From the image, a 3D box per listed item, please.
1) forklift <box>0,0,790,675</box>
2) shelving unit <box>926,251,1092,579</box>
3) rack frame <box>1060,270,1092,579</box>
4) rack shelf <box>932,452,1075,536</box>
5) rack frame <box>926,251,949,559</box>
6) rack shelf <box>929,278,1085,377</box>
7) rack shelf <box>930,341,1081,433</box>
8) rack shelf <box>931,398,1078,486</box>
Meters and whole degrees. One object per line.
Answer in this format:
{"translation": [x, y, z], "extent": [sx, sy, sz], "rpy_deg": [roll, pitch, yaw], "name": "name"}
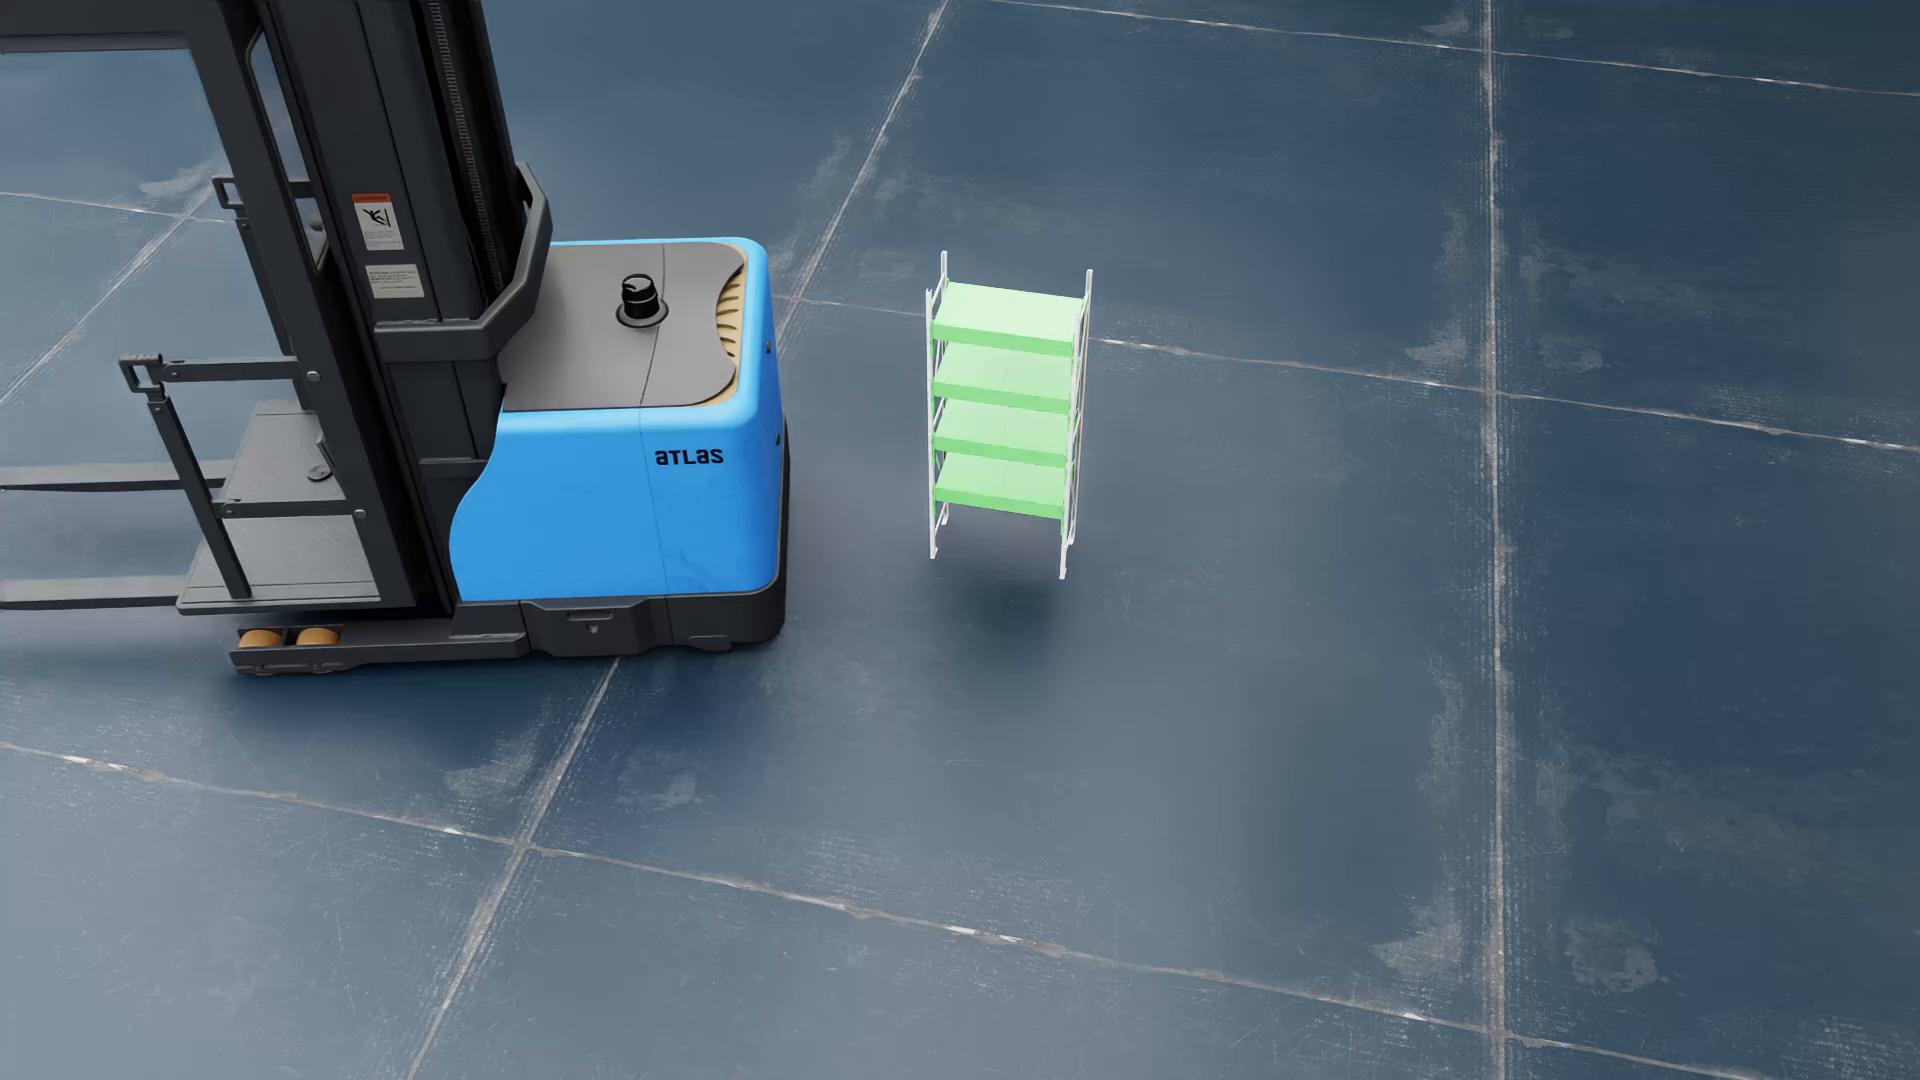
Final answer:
{"translation": [-2.151, -0.964, 5.138], "extent": [3.031, 2.935, 1.130], "rpy_deg": [-2, 44, -2], "name": "forklift"}
{"translation": [0.162, -0.407, 5.808], "extent": [0.503, 1.200, 0.258], "rpy_deg": [9, 45, 9], "name": "shelving unit"}
{"translation": [0.400, -0.370, 5.769], "extent": [0.015, 1.200, 0.240], "rpy_deg": [9, 45, 9], "name": "rack frame"}
{"translation": [0.162, -0.188, 6.019], "extent": [0.480, 0.148, 0.258], "rpy_deg": [9, 45, 9], "name": "rack shelf"}
{"translation": [-0.077, -0.444, 5.846], "extent": [0.015, 1.200, 0.240], "rpy_deg": [9, 45, 9], "name": "rack frame"}
{"translation": [0.162, -0.707, 5.519], "extent": [0.480, 0.148, 0.258], "rpy_deg": [9, 45, 9], "name": "rack shelf"}
{"translation": [0.162, -0.534, 5.686], "extent": [0.480, 0.148, 0.258], "rpy_deg": [9, 45, 9], "name": "rack shelf"}
{"translation": [0.162, -0.361, 5.852], "extent": [0.480, 0.148, 0.258], "rpy_deg": [9, 45, 9], "name": "rack shelf"}
